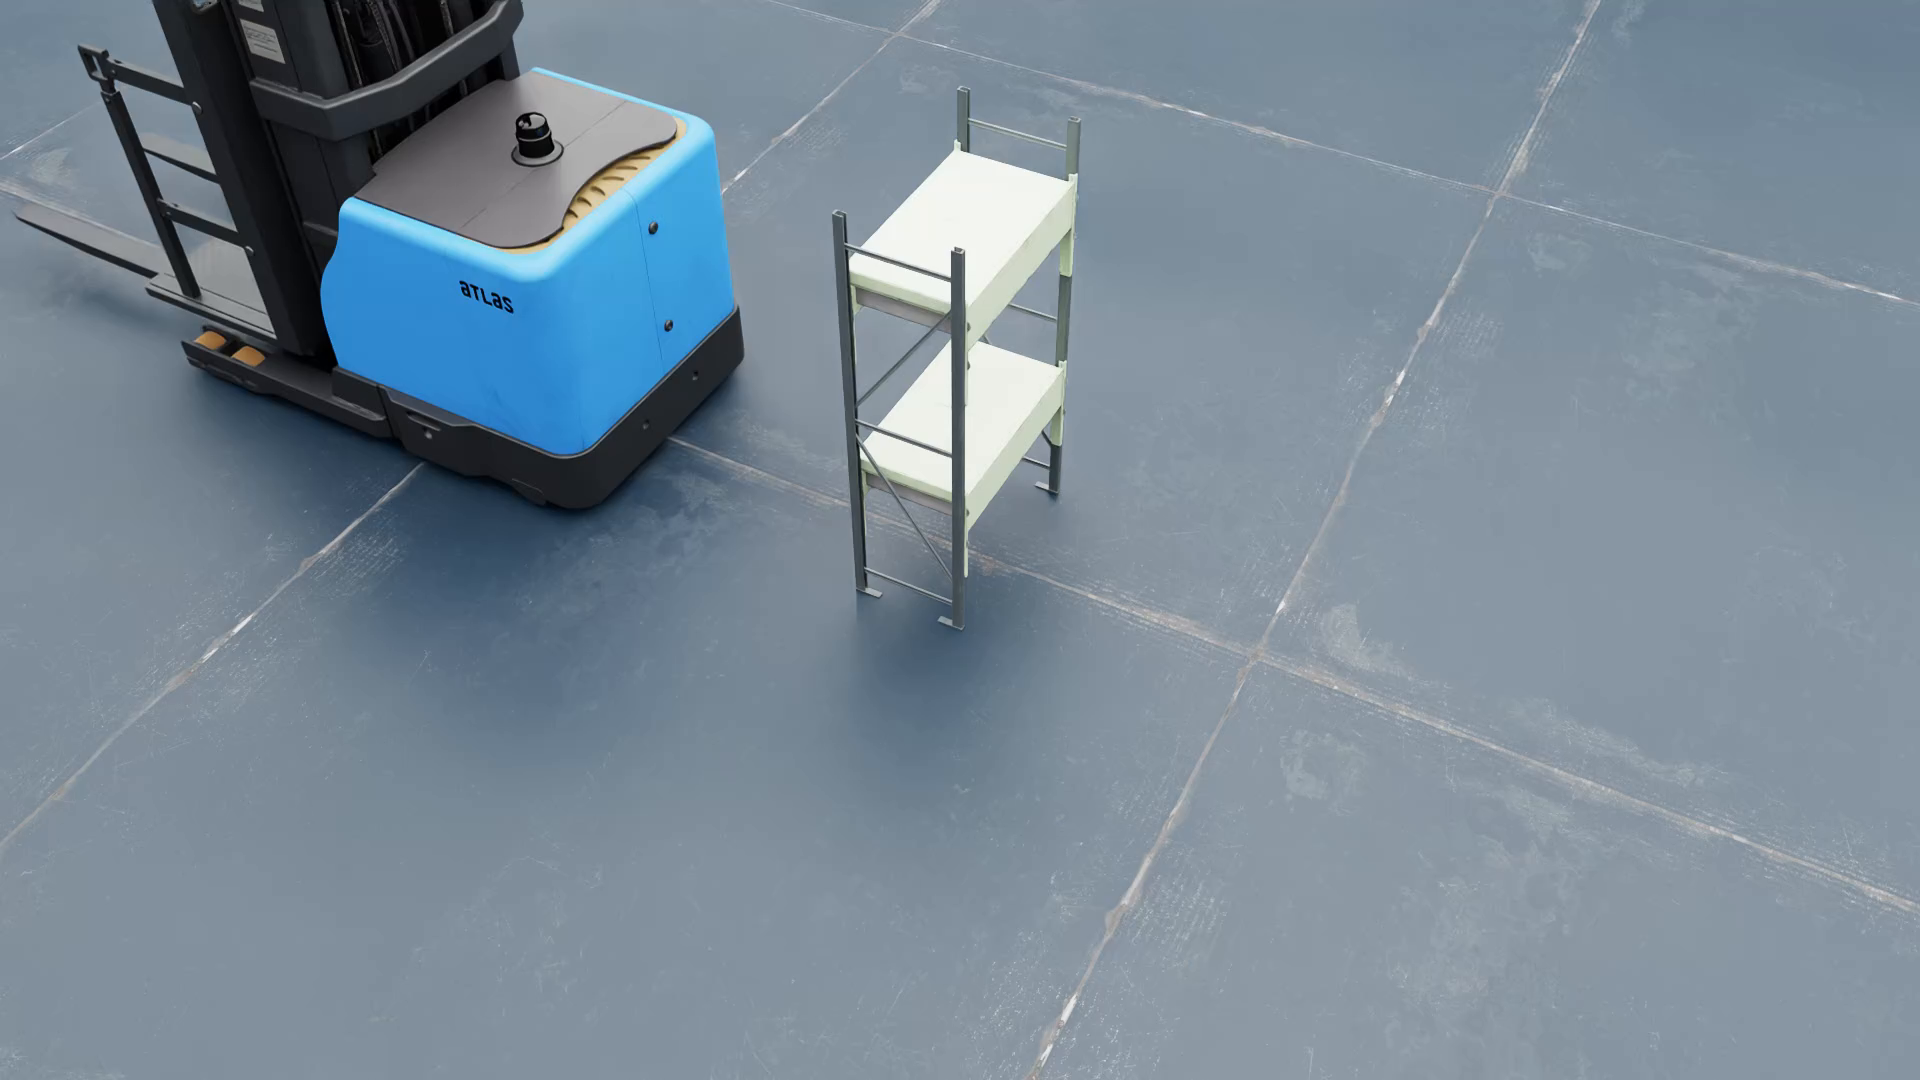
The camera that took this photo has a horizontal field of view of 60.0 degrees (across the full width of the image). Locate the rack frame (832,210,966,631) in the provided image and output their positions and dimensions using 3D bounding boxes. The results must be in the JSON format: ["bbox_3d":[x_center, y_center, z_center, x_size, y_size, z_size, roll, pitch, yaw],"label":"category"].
[{"bbox_3d":[-0.167,-0.301,4.993,0.400,1.500,0.023,20,49,19],"label":"rack frame"}]

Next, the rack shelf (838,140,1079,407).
[{"bbox_3d":[0.003,-0.806,4.943,0.431,0.370,0.720,20,49,19],"label":"rack shelf"}]

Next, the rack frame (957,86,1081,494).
[{"bbox_3d":[0.173,-0.762,5.449,0.400,1.500,0.023,20,49,19],"label":"rack frame"}]

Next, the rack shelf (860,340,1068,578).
[{"bbox_3d":[0.003,-0.302,5.453,0.431,0.370,0.720,20,49,19],"label":"rack shelf"}]

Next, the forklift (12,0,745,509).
[{"bbox_3d":[-2.365,-1.902,5.570,3.031,2.935,1.130,21,49,20],"label":"forklift"}]

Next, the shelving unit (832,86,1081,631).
[{"bbox_3d":[0.003,-0.531,5.221,0.431,1.500,0.755,20,49,19],"label":"shelving unit"}]
